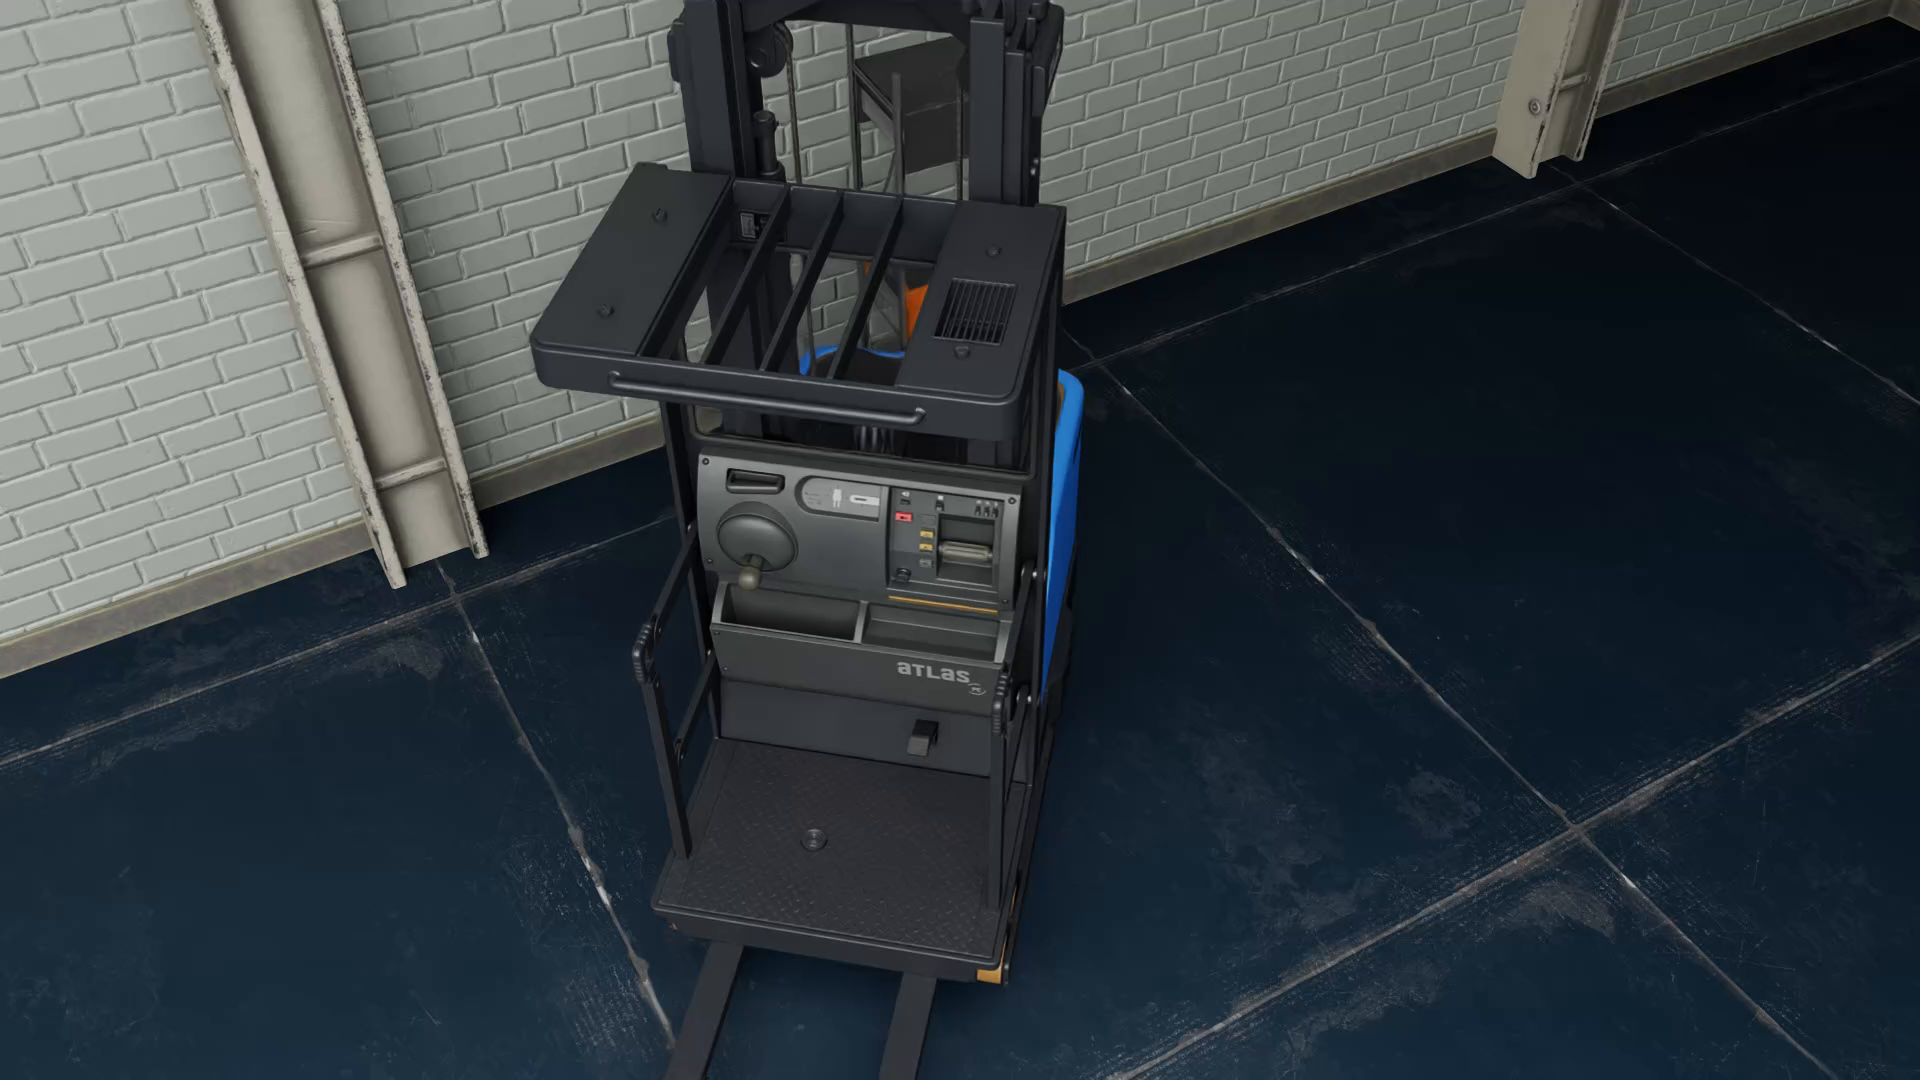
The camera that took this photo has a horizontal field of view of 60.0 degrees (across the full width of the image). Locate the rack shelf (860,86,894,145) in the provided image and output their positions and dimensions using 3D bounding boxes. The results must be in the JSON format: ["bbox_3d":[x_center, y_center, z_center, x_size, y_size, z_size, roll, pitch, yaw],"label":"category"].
[{"bbox_3d":[-0.066,-1.478,5.636,0.442,0.100,0.332,-19,47,-19],"label":"rack shelf"}]

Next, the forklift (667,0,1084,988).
[{"bbox_3d":[-0.331,0.072,4.571,1.130,2.935,3.031,7,45,8],"label":"forklift"}]

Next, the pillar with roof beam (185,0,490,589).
[{"bbox_3d":[0.007,-0.596,0.903,0.400,9.000,9.100,-22,48,-21],"label":"pillar with roof beam"}]

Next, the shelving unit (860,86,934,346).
[{"bbox_3d":[-0.061,-0.915,6.185,0.492,2.100,0.431,-19,47,-19],"label":"shelving unit"}]

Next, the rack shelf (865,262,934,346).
[{"bbox_3d":[-0.066,-0.903,6.193,0.480,0.518,0.431,-19,47,-19],"label":"rack shelf"}]
